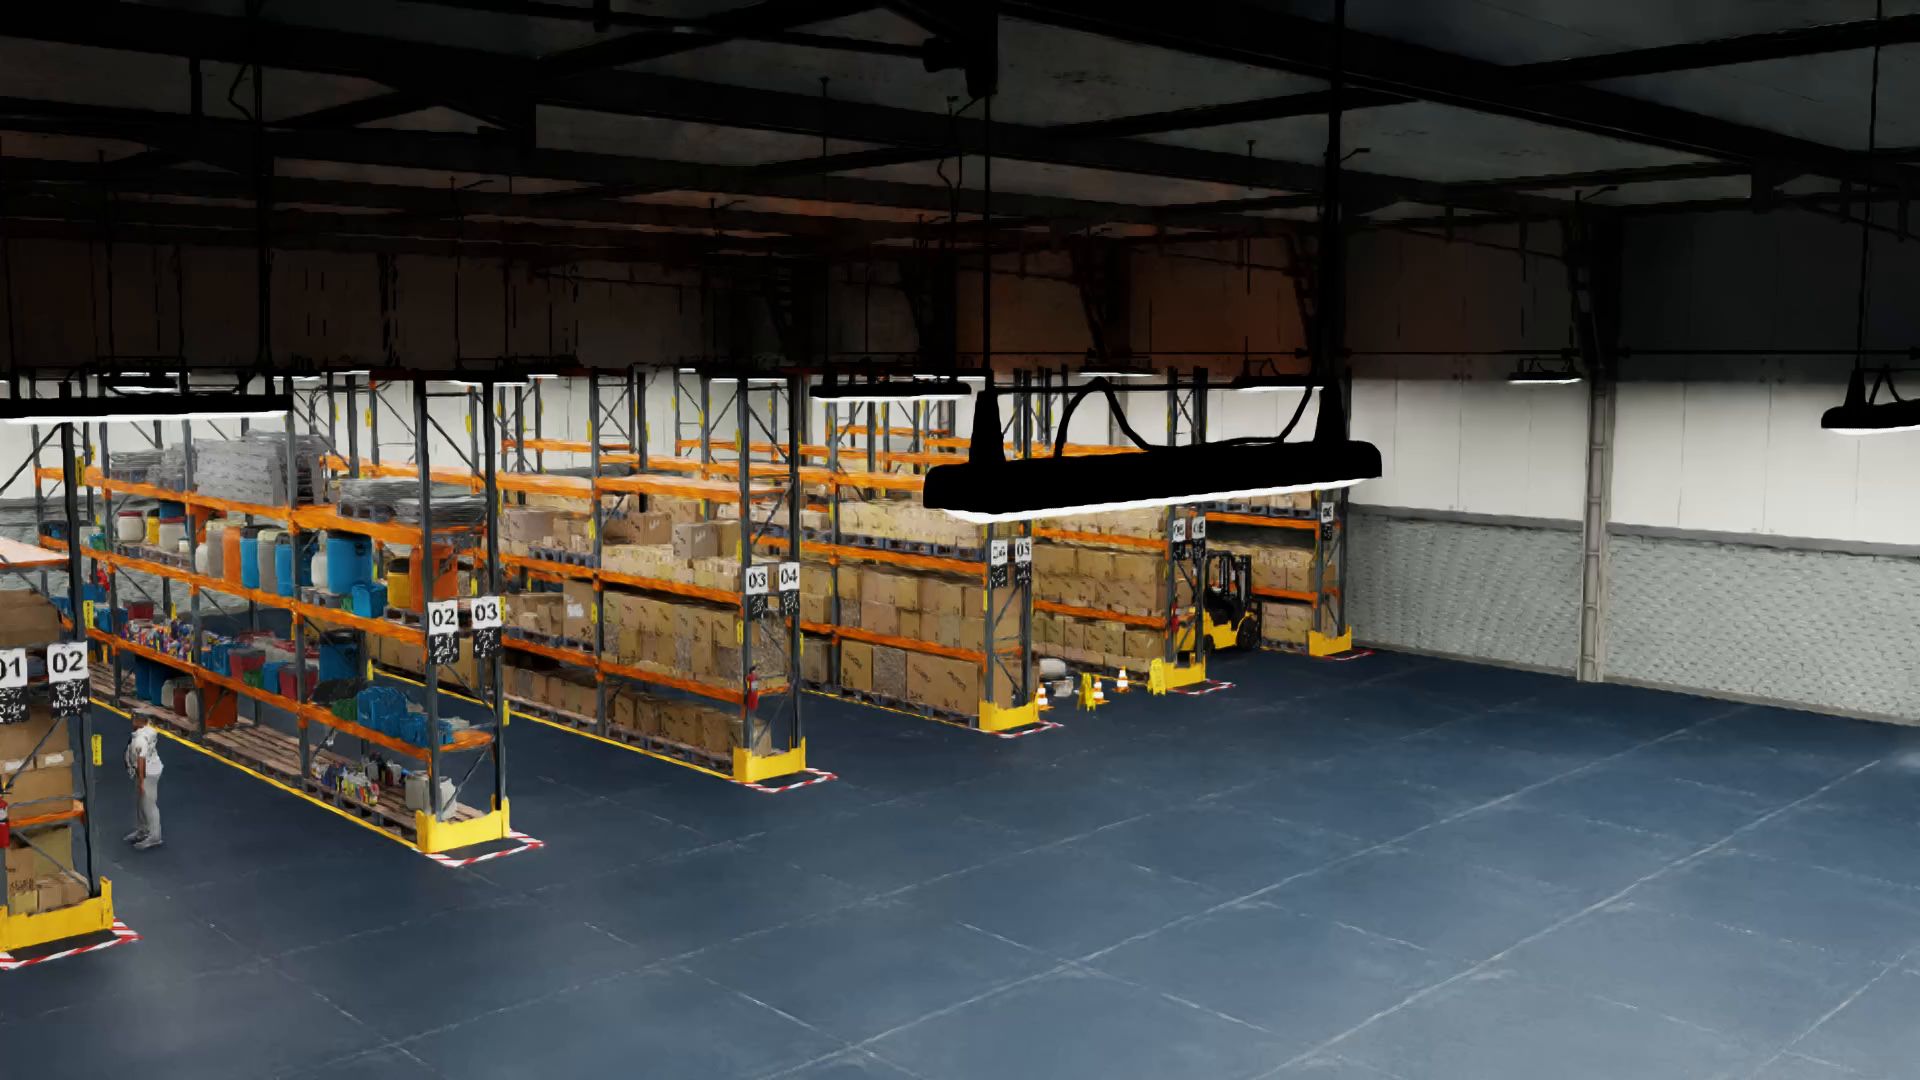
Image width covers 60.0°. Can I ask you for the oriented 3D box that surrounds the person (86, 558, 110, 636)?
[{"bbox_3d":[-19.343,1.284,37.220,0.507,1.723,0.719,0,6,-2],"label":"person"}]

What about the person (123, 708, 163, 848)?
[{"bbox_3d":[-10.545,3.039,21.396,0.501,1.758,0.588,-2,7,-14],"label":"person"}]

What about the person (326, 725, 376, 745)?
[{"bbox_3d":[-9.841,2.505,26.791,0.814,1.604,0.609,4,7,29],"label":"person"}]
